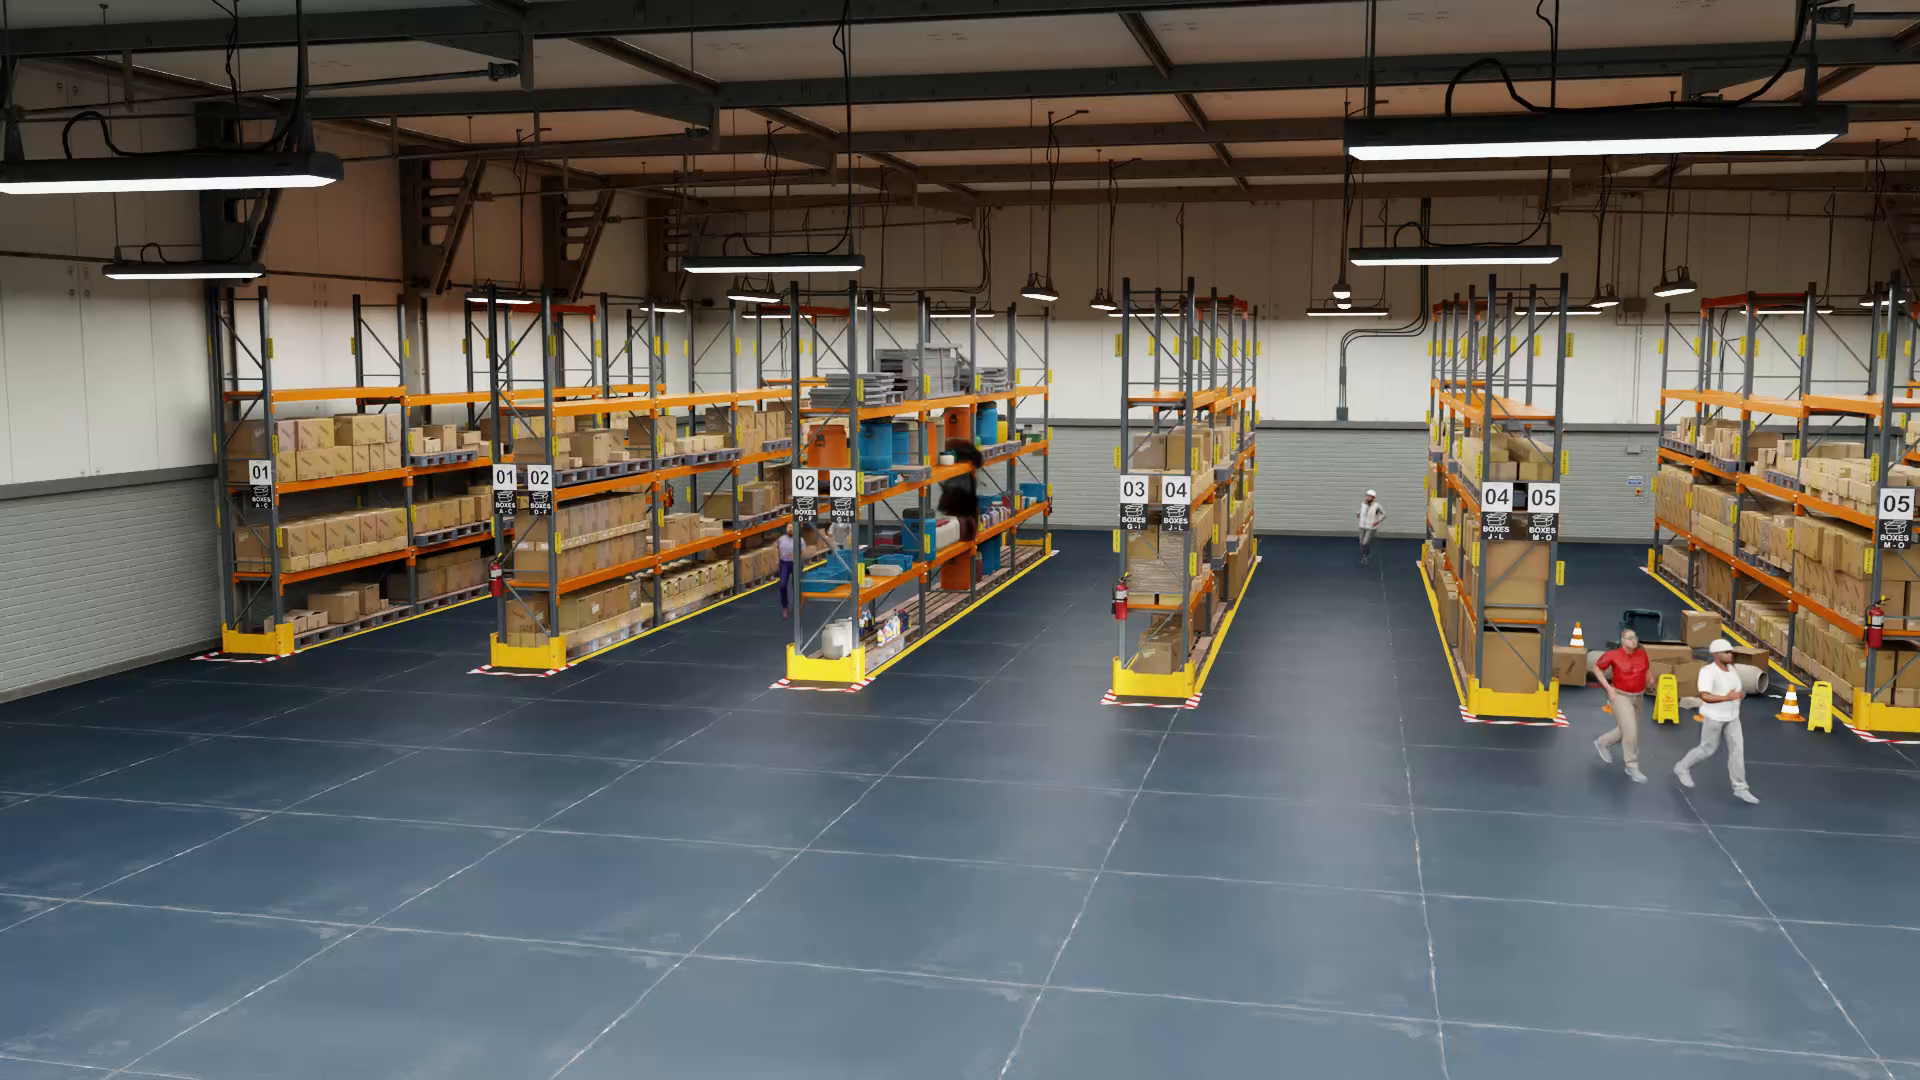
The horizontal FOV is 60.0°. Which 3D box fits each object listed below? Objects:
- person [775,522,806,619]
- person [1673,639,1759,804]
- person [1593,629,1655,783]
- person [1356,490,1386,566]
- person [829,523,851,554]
[{"bbox_3d":[-3.018,0.541,29.502,0.577,1.726,0.670,0,7,2],"label":"person"},{"bbox_3d":[8.461,1.976,18.513,0.697,1.759,0.977,-4,7,-28],"label":"person"},{"bbox_3d":[7.853,1.905,19.621,0.647,1.748,0.911,-2,7,-20],"label":"person"},{"bbox_3d":[9.434,-0.261,38.394,0.660,1.797,0.706,6,9,44],"label":"person"},{"bbox_3d":[-2.390,0.094,33.558,0.528,1.570,0.485,0,7,1],"label":"person"}]
